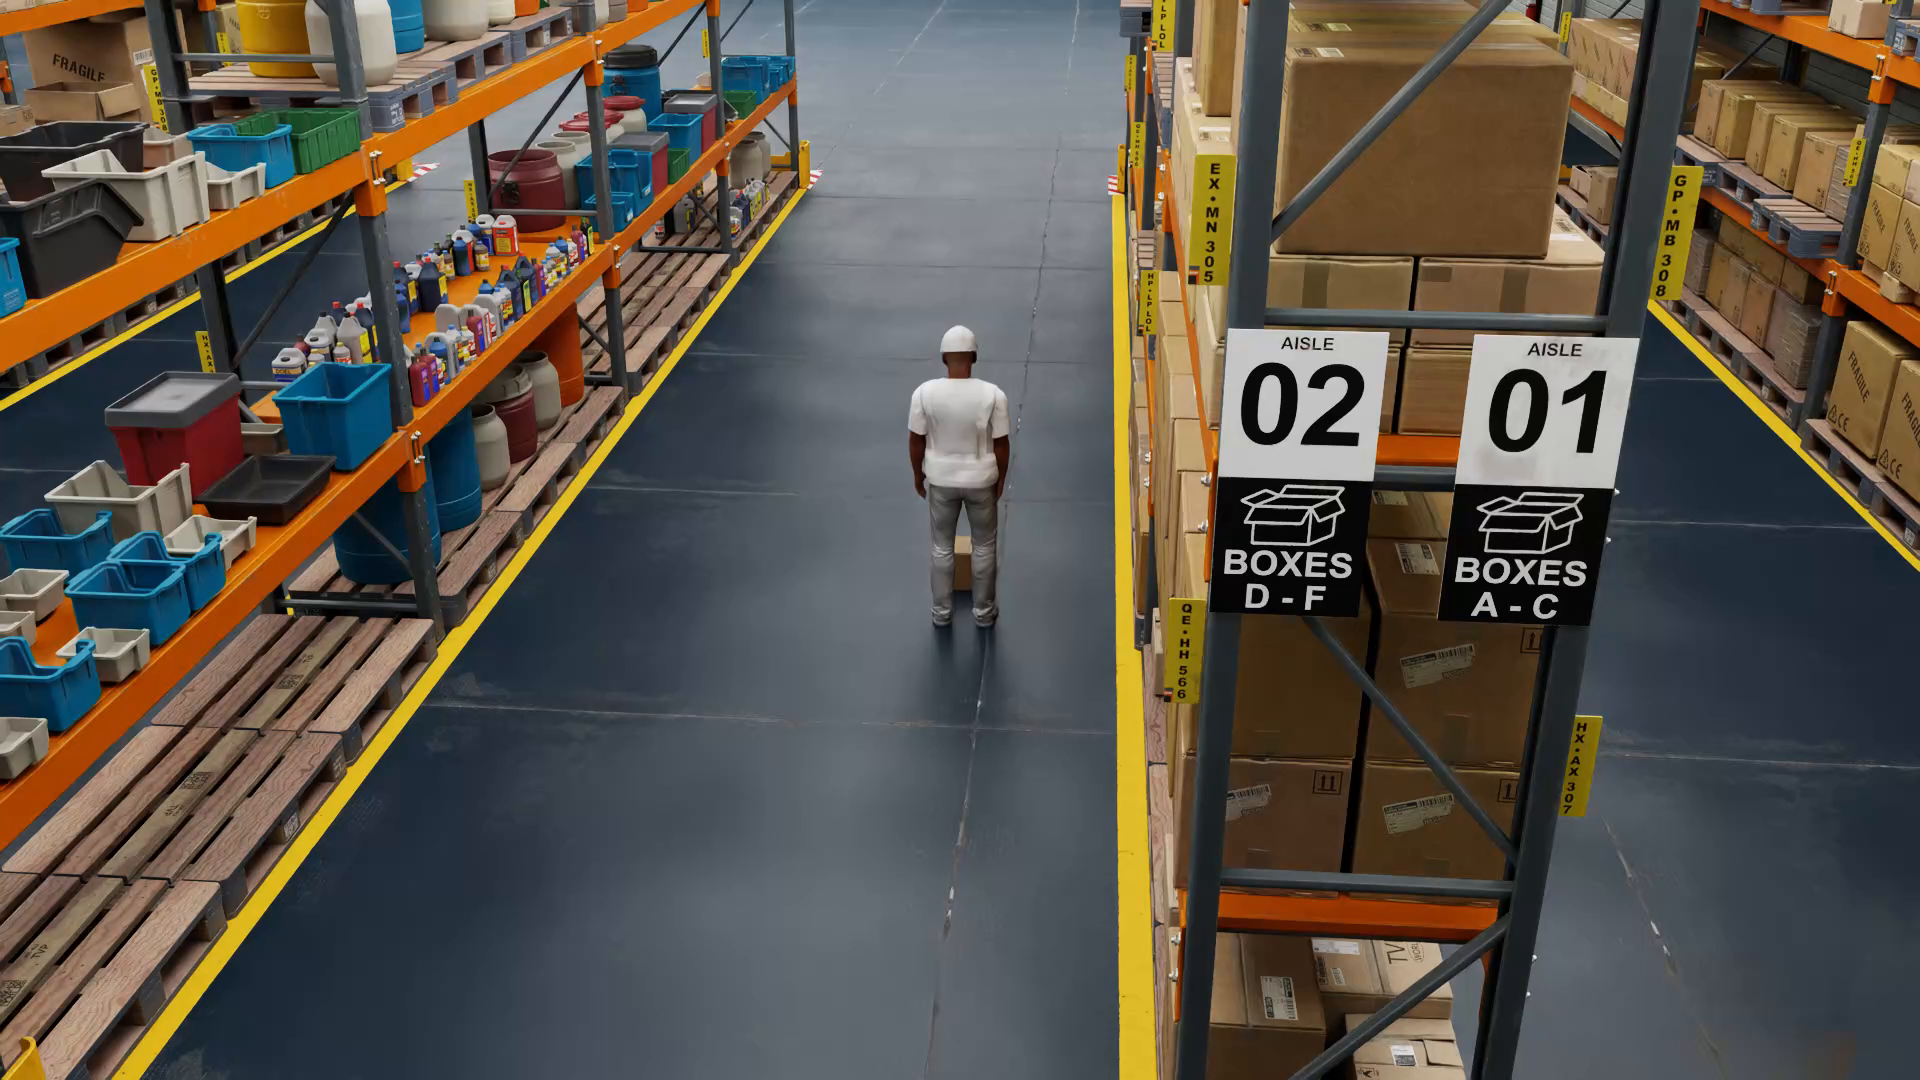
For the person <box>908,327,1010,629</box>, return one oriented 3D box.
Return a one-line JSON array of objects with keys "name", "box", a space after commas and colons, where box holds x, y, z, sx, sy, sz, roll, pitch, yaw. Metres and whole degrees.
[{"name": "person", "box": [-0.001, -0.348, 9.347, 0.568, 1.760, 0.367, 3, 25, 6]}]
